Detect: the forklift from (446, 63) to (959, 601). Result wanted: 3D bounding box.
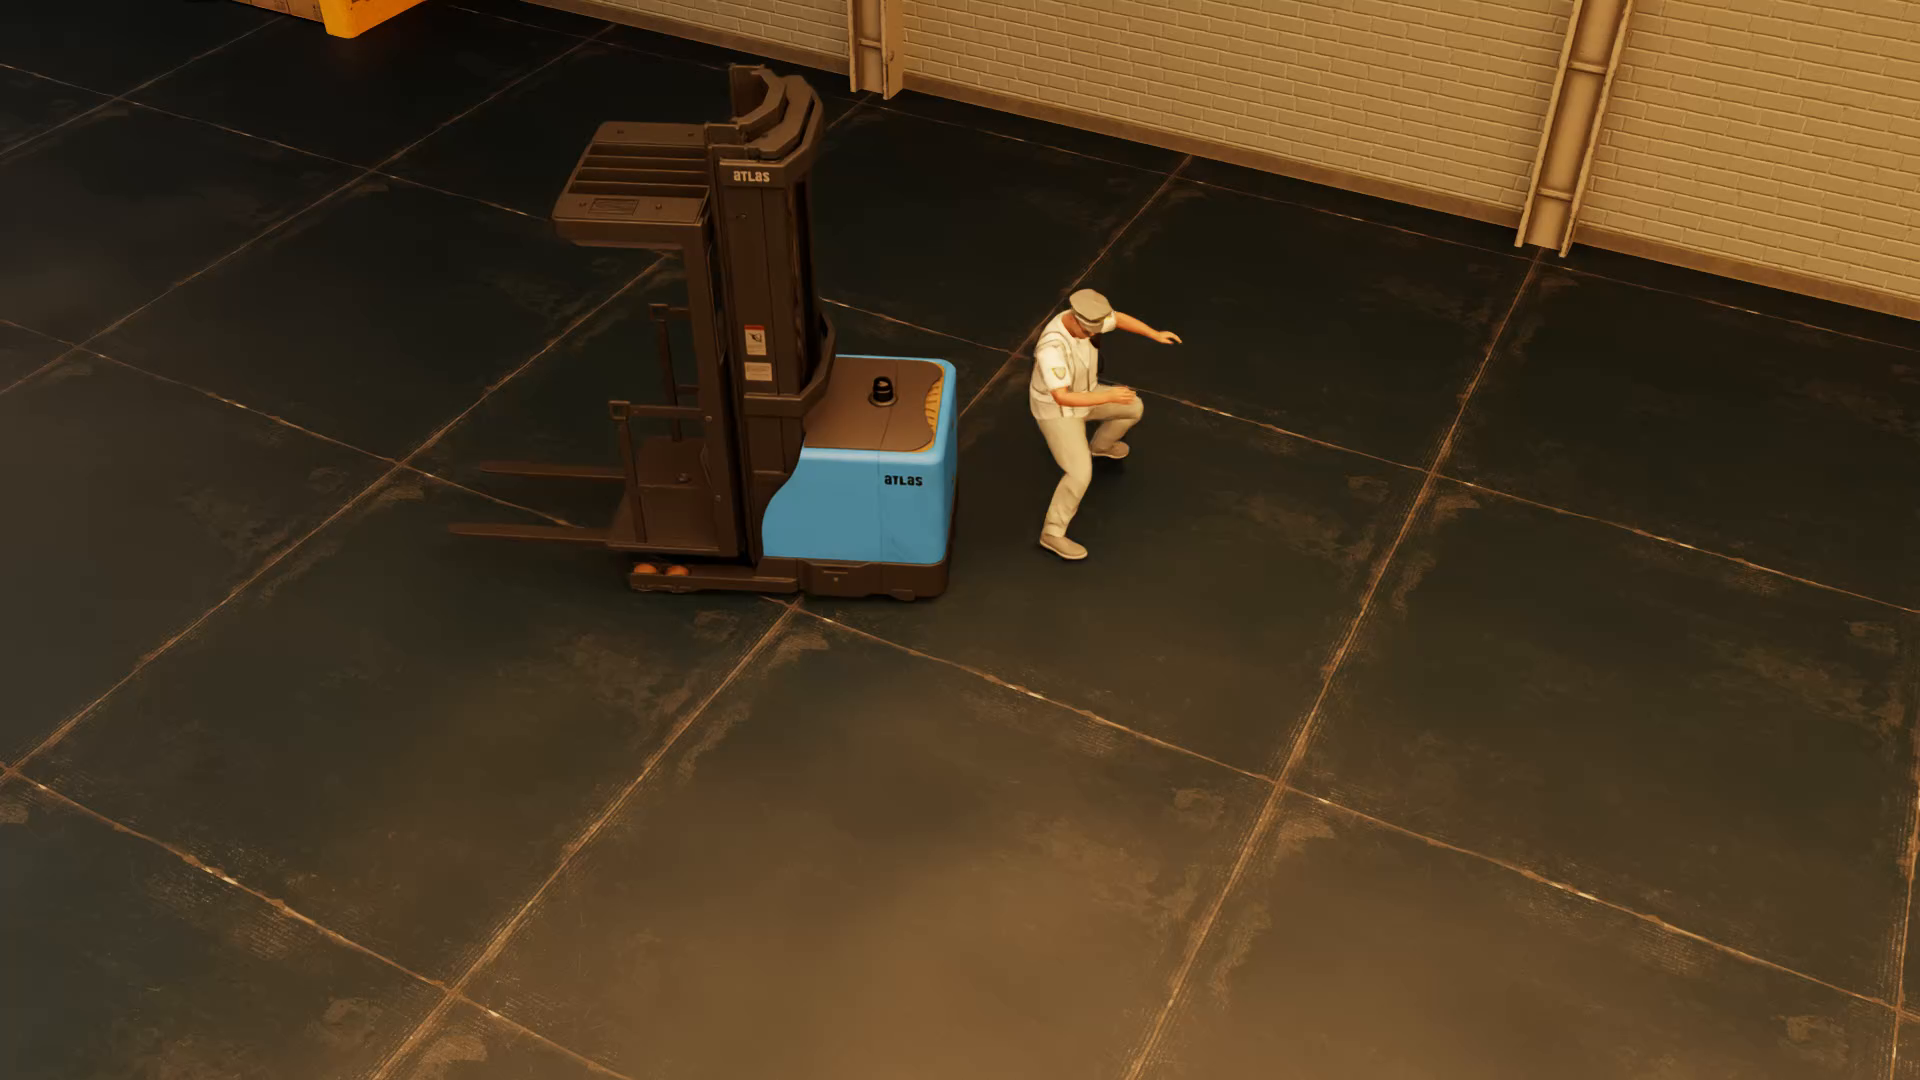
[{"bbox_3d":[-1.552,-1.141,9.341,3.031,2.935,1.130,3,40,3],"label":"forklift"}]

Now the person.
[{"bbox_3d":[0.800,-0.837,10.079,0.746,1.500,1.151,26,46,27],"label":"person"}]
